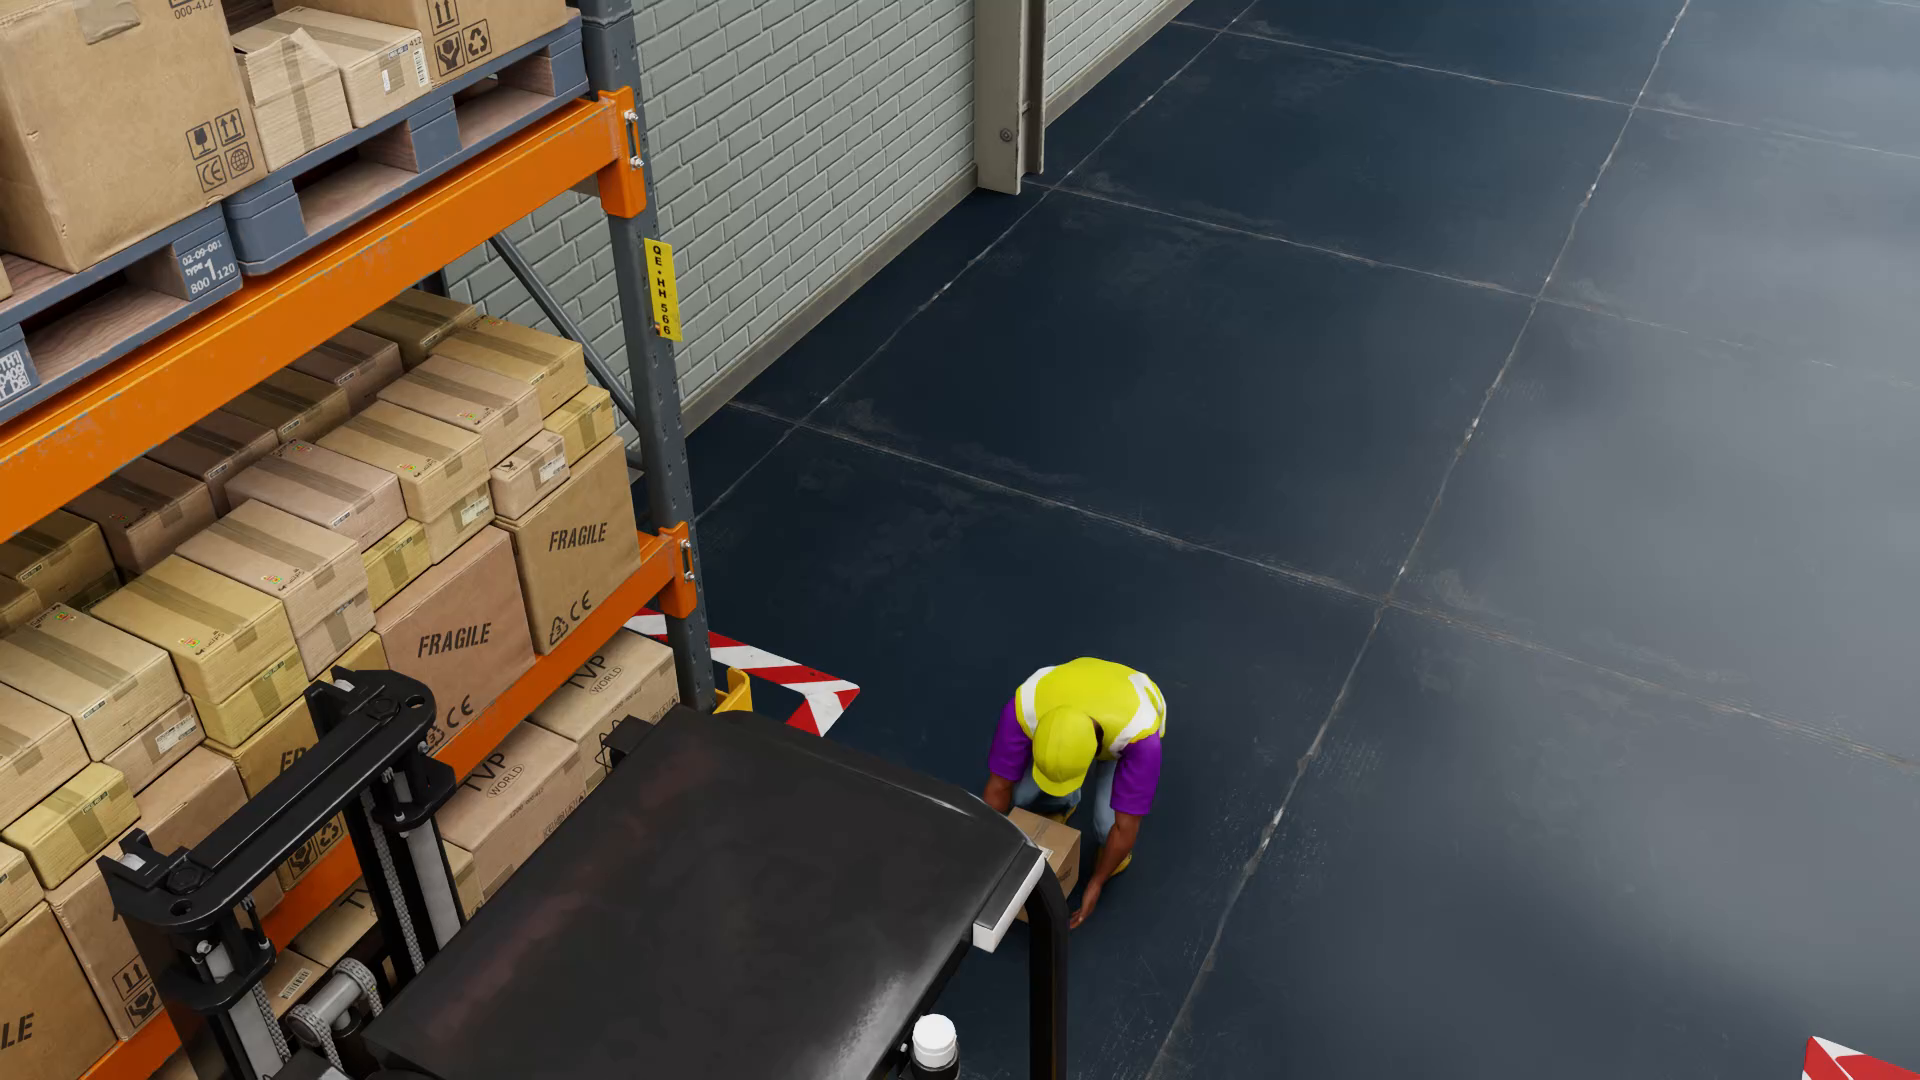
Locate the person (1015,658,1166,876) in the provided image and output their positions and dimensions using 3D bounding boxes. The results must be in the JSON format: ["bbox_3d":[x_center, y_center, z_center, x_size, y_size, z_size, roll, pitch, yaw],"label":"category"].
[{"bbox_3d":[0.440,0.770,5.755,0.520,1.017,0.861,18,41,21],"label":"person"}]
